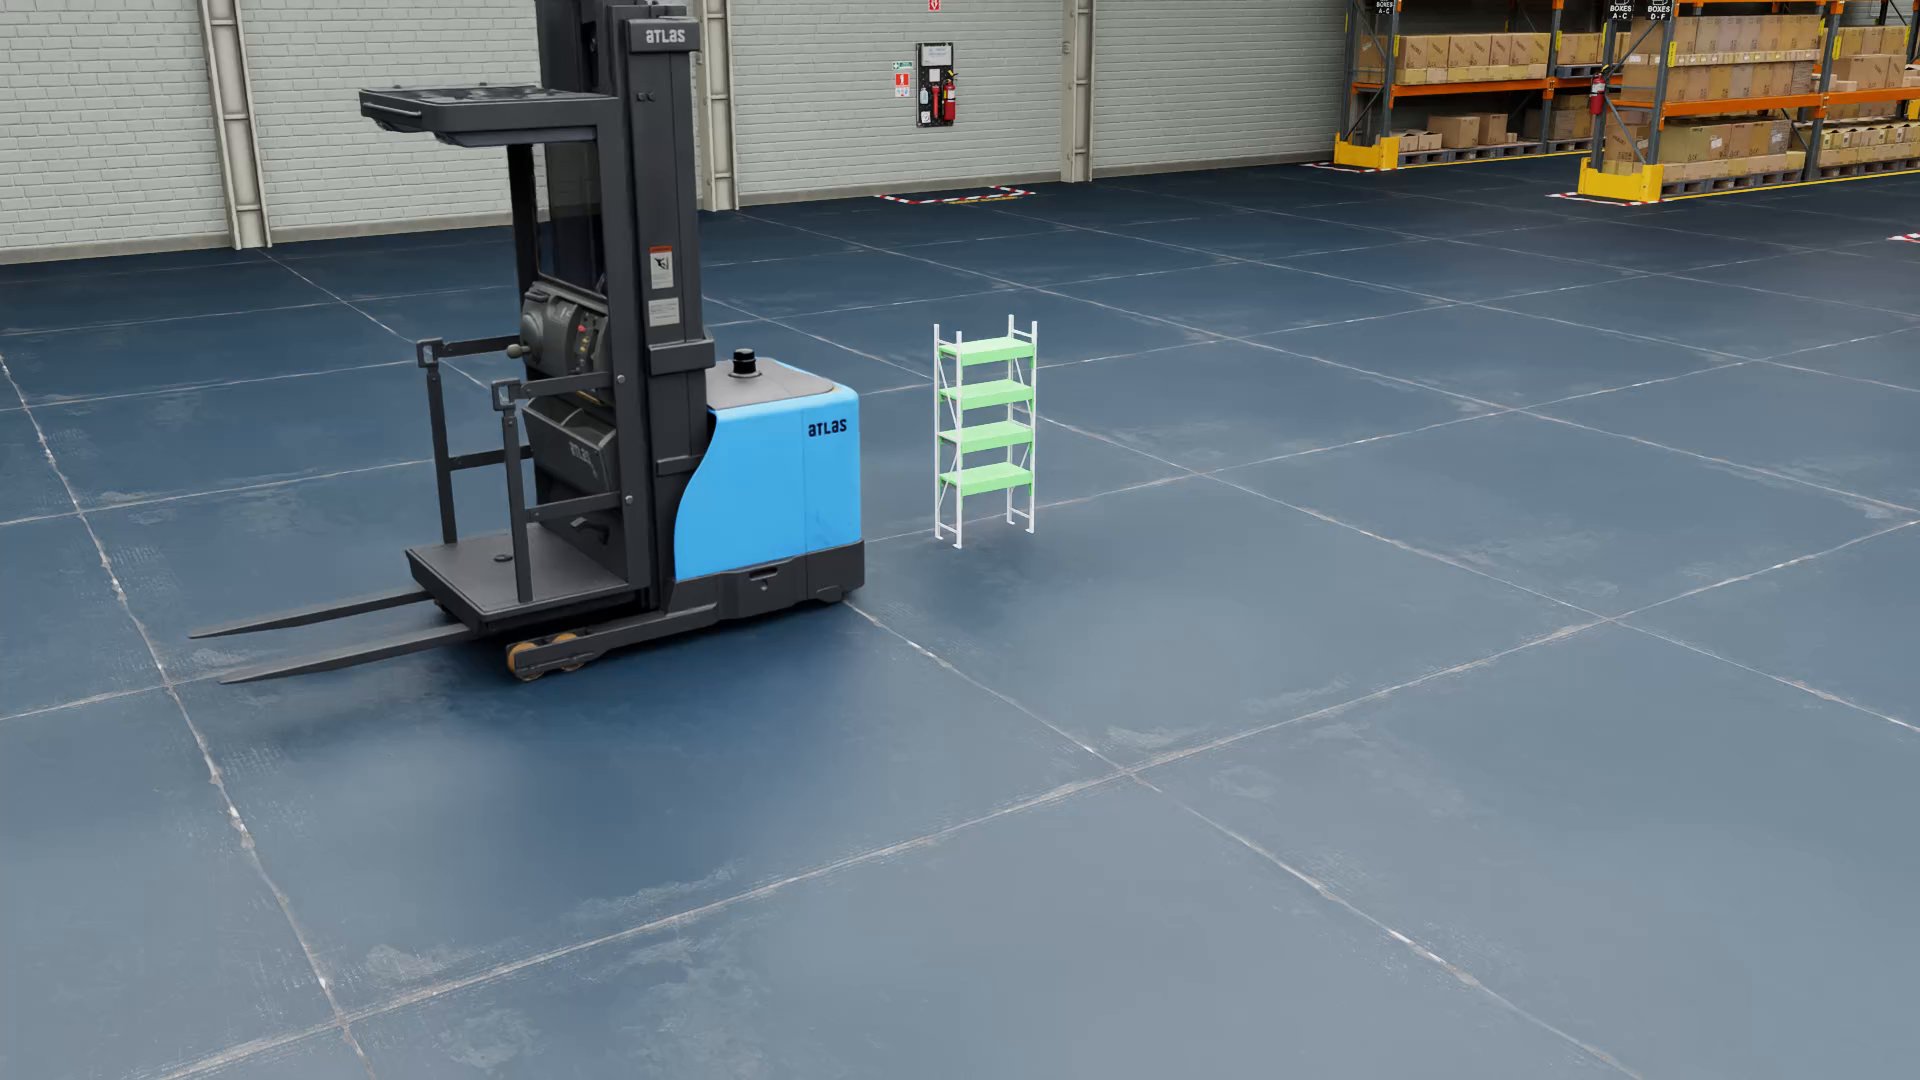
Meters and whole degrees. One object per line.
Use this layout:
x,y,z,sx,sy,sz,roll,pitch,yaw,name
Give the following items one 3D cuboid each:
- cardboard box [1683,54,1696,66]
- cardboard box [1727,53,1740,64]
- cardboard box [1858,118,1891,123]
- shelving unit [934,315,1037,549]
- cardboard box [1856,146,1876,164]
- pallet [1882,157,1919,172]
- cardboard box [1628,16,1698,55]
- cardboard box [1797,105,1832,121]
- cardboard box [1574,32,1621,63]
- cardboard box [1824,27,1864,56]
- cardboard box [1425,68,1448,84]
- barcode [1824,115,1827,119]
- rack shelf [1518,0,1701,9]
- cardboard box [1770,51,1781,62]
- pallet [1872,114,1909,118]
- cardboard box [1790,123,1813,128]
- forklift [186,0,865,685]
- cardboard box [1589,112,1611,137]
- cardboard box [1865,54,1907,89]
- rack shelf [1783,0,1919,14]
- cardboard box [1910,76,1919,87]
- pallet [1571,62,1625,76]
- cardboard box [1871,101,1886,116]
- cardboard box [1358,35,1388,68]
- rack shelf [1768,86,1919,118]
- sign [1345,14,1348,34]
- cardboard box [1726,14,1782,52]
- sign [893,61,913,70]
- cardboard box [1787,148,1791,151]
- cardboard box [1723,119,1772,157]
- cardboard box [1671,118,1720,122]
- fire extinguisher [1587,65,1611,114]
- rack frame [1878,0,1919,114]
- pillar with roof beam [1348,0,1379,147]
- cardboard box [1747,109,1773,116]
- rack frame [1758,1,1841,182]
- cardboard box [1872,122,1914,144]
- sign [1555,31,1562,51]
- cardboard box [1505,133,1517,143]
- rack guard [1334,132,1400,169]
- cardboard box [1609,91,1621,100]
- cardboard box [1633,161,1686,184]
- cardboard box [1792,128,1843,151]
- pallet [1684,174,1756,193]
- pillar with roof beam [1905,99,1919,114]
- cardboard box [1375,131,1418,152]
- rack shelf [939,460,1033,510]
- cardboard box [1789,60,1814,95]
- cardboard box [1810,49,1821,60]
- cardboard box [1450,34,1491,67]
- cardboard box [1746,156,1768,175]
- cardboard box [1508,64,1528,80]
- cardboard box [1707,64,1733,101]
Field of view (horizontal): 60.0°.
10.077,-6.740,23.328,0.250,0.149,0.380,-13,22,-33,cardboard box
10.932,-6.920,23.861,0.250,0.149,0.380,-12,22,-32,cardboard box
15.060,-6.789,27.405,0.500,0.311,0.500,-13,22,-33,cardboard box
0.138,-0.598,9.139,0.503,1.200,0.258,-12,22,-31,shelving unit
14.084,-6.114,26.283,0.500,0.250,0.500,-13,22,-33,cardboard box
15.384,-6.280,27.491,1.213,0.211,1.003,-12,22,-31,pallet
9.853,-7.077,23.312,0.500,0.500,0.700,-12,22,-31,cardboard box
17.387,-8.884,34.086,0.500,0.500,0.700,-12,22,-31,cardboard box
11.472,-8.913,30.081,0.500,0.500,0.700,-9,21,-24,cardboard box
17.781,-10.125,34.042,0.700,0.700,0.980,-13,22,-33,cardboard box
7.692,-7.686,27.498,0.500,0.250,0.500,-13,22,-33,cardboard box
13.194,-6.444,25.338,0.075,0.075,0.001,-12,22,-31,barcode
11.695,-9.788,29.953,4.000,0.370,1.077,-12,22,-31,rack shelf
11.792,-7.102,24.399,0.250,0.149,0.380,-12,22,-32,cardboard box
19.422,-8.986,35.496,1.213,0.211,1.003,-12,22,-31,pallet
13.364,-6.434,26.356,0.500,0.311,0.500,-11,22,-30,cardboard box
-1.979,-0.955,7.493,3.031,2.935,1.130,-13,22,-33,forklift
11.483,-7.697,30.545,0.500,0.500,0.700,-12,22,-31,cardboard box
14.701,-7.483,26.540,0.500,0.500,0.500,-13,23,-34,cardboard box
14.423,-8.464,26.035,4.000,0.370,1.077,-12,22,-31,rack shelf
15.494,-7.384,26.796,0.250,0.149,0.380,-12,22,-31,cardboard box
11.735,-8.609,30.327,1.213,0.211,1.003,-12,22,-31,pallet
19.099,-9.246,35.157,0.500,0.500,0.700,-12,22,-32,cardboard box
6.961,-8.084,27.506,0.500,0.500,0.500,-12,22,-32,cardboard box
14.423,-7.043,26.516,4.000,0.370,1.077,-12,22,-31,rack shelf
6.396,-8.501,27.405,0.005,0.325,0.100,-12,22,-31,sign
11.545,-7.436,24.374,0.500,0.500,0.700,-12,22,-31,cardboard box
-0.813,-6.720,23.556,0.331,0.109,0.001,-12,22,-31,sign
12.939,-6.078,26.177,0.500,0.250,0.500,-12,22,-32,cardboard box
11.646,-5.968,24.682,0.500,0.500,0.500,-12,22,-31,cardboard box
10.941,-6.020,24.835,0.500,0.500,0.500,-12,22,-31,cardboard box
9.057,-6.393,23.593,0.183,0.674,0.296,-12,22,-31,fire extinguisher
20.047,-10.469,35.528,0.127,3.000,1.000,-12,22,-31,rack frame
9.161,-9.696,23.874,0.400,9.000,9.100,-12,22,-31,pillar with roof beam
15.494,-8.638,32.814,0.750,0.750,0.750,-11,22,-30,cardboard box
12.752,-7.031,25.359,0.127,3.000,1.000,-12,22,-31,rack frame
14.937,-6.558,26.722,0.500,0.311,0.500,-12,22,-32,cardboard box
10.330,-8.622,28.712,0.005,0.325,0.100,-12,22,-31,sign
9.594,-7.119,29.357,0.250,0.166,0.380,-16,24,-38,cardboard box
6.748,-6.480,27.632,0.348,0.500,1.175,-12,22,-31,rack guard
11.855,-8.123,30.634,0.500,0.250,0.500,-12,22,-32,cardboard box
9.982,-5.258,23.751,0.500,0.250,0.500,-12,22,-31,cardboard box
13.234,-6.199,25.660,0.500,0.311,0.500,-12,22,-31,cardboard box
11.045,-5.365,24.784,1.213,0.211,1.003,-12,22,-31,pallet
24.194,-12.867,33.252,0.400,9.000,9.100,-12,22,-31,pillar with roof beam
7.311,-6.683,27.841,0.500,0.311,0.500,-15,24,-37,cardboard box
0.138,-0.310,9.236,0.480,0.148,0.258,-12,22,-31,rack shelf
12.385,-6.999,25.106,0.500,0.500,0.700,-13,22,-33,cardboard box
12.643,-7.281,24.928,0.250,0.149,0.380,-12,22,-31,cardboard box
8.526,-8.216,27.896,0.500,0.500,0.500,-11,22,-30,cardboard box
11.653,-5.610,24.792,0.500,0.250,0.500,-12,22,-31,cardboard box
9.375,-8.044,28.557,0.500,0.250,0.500,-12,22,-31,cardboard box
10.662,-6.632,24.023,0.500,0.500,0.700,-12,22,-31,cardboard box
